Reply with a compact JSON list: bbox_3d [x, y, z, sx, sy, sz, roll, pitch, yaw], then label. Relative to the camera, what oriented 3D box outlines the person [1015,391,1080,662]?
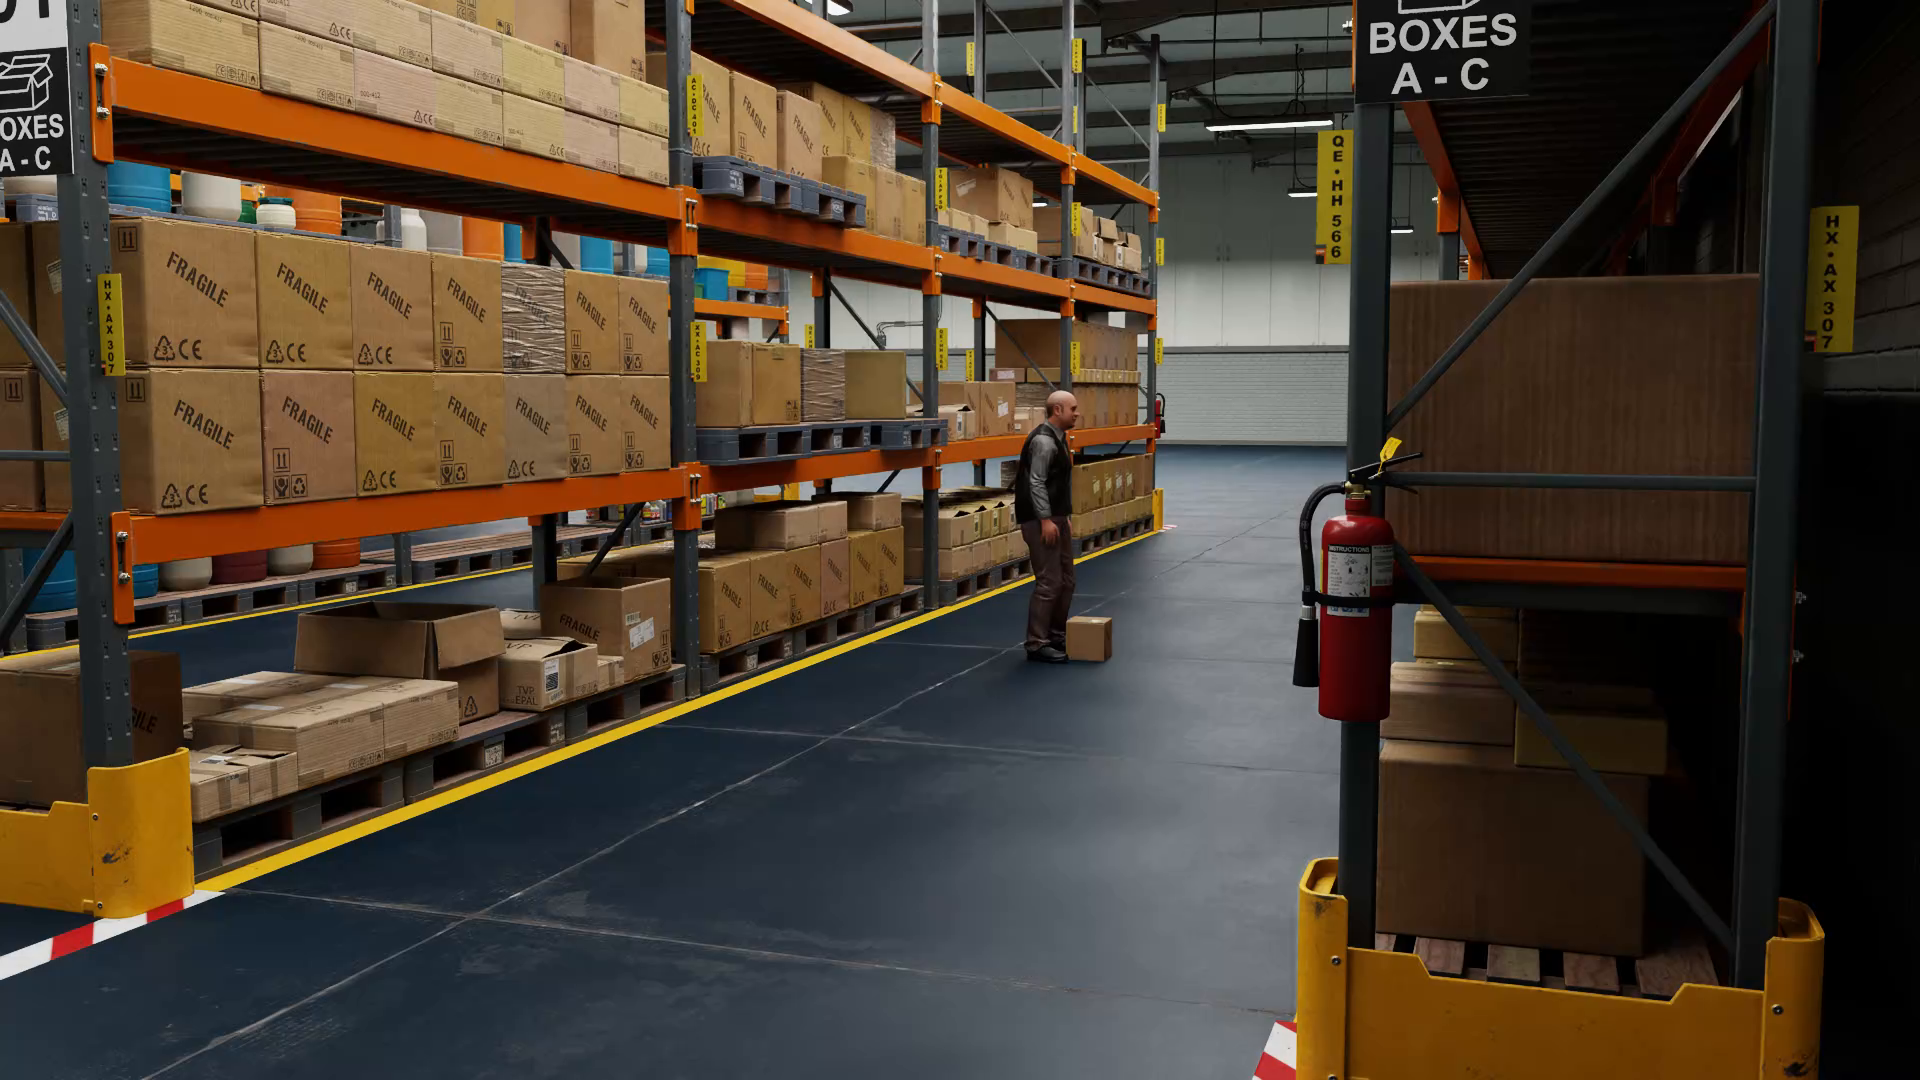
[{"bbox_3d":[0.591,-0.102,10.743,0.463,1.721,0.589,2,5,17],"label":"person"}]
